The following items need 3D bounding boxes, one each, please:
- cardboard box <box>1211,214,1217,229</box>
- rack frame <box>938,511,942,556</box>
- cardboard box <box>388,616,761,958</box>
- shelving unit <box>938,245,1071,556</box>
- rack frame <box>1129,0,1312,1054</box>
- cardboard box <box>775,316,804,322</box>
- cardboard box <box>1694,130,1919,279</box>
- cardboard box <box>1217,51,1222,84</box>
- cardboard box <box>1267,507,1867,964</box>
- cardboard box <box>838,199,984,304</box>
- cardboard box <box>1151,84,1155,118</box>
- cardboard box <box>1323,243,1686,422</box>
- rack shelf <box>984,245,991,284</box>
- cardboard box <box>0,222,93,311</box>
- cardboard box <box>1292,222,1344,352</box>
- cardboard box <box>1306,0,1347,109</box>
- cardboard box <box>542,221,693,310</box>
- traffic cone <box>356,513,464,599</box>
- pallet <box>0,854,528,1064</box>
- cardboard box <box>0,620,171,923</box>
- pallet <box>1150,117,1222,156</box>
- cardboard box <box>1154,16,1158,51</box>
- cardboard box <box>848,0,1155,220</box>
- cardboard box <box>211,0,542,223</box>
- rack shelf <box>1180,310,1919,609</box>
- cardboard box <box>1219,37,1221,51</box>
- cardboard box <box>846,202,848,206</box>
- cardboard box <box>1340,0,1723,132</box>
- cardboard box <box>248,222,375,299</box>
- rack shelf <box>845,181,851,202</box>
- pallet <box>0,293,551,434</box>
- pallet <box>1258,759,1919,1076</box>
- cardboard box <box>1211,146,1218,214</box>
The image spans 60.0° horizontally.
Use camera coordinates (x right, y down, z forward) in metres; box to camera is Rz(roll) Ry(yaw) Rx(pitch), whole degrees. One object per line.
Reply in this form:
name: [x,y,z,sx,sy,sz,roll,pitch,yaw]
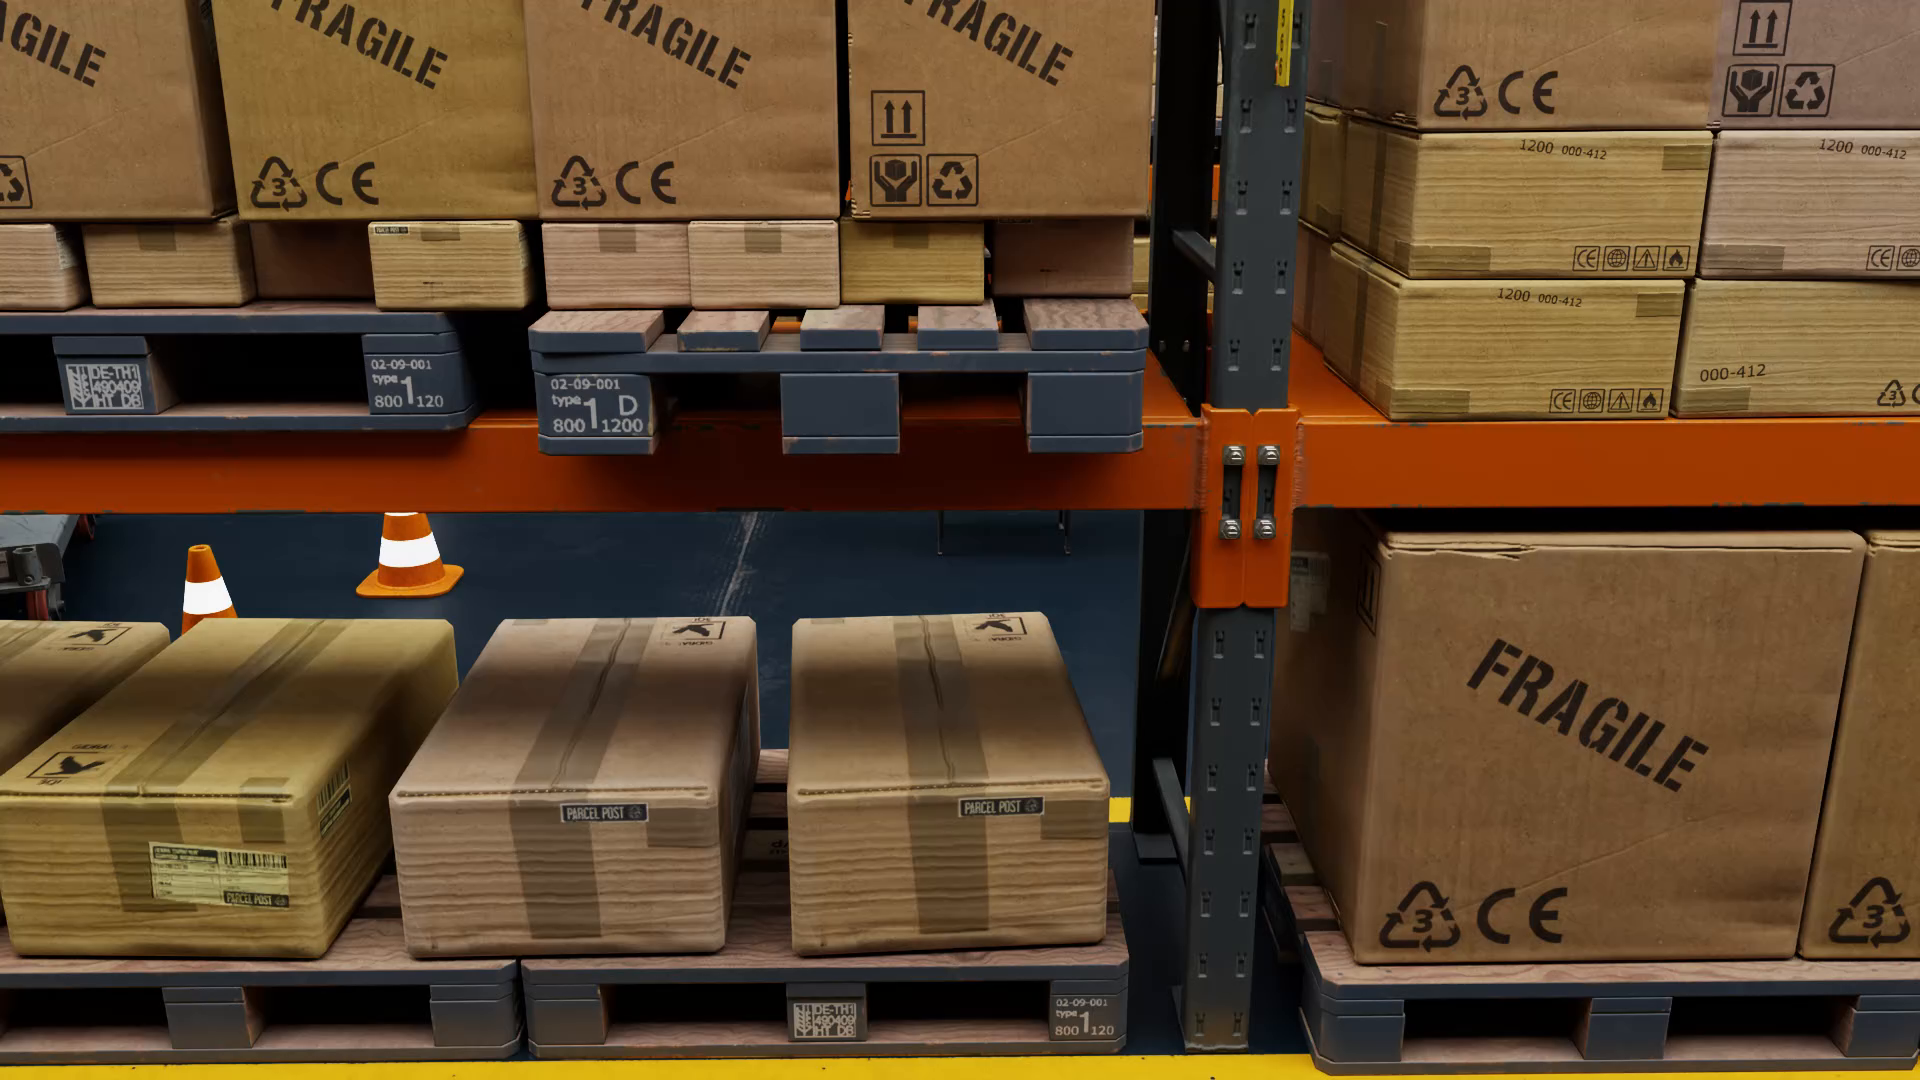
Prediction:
cardboard box: [1.513,-1.518,8.545,0.500,0.250,0.500,0,18,0]
rack frame: [-0.078,-0.999,6.226,0.015,2.100,0.400,0,18,-1]
cardboard box: [-0.795,0.507,3.672,0.625,0.372,0.950,-1,18,-2]
shelving unit: [0.166,-1.001,6.229,0.503,2.100,0.431,0,18,-1]
rack frame: [0.507,-0.550,3.353,0.127,3.000,1.000,0,18,-1]
cardboard box: [-1.156,-1.210,8.404,0.750,0.750,1.050,0,18,0]
cardboard box: [1.535,-0.646,3.079,0.500,0.250,0.500,0,18,0]
cardboard box: [1.086,-2.227,7.815,0.250,0.149,0.380,1,18,2]
cardboard box: [1.199,0.283,3.545,0.875,0.875,0.875,0,18,-1]
cardboard box: [-0.084,-0.534,3.025,0.250,0.149,0.380,0,18,0]
cardboard box: [0.779,-2.083,7.853,0.250,0.149,0.380,-1,18,-2]
cardboard box: [1.001,-0.405,3.144,0.500,0.250,0.500,-1,18,-2]
rack shelf: [0.166,-0.988,6.233,0.480,0.518,0.431,0,18,-1]
cardboard box: [-1.631,-0.515,2.968,0.250,0.149,0.380,0,18,1]
cardboard box: [1.009,-0.561,3.631,0.500,0.250,0.500,-1,18,-3]
cardboard box: [1.020,-1.157,3.442,0.500,0.500,0.500,-1,18,-2]
cardboard box: [-0.587,-0.520,2.983,0.250,0.149,0.380,-1,18,-3]
traffic cone: [-2.000,-0.064,5.988,0.334,0.463,0.336,0,18,-1]
pallet: [-1.491,0.786,3.753,1.213,0.211,1.003,0,18,-1]
cardboard box: [-2.249,0.512,3.654,0.625,0.372,0.950,1,18,3]
pallet: [1.039,-2.006,8.206,1.003,0.211,1.213,0,18,-1]
cardboard box: [0.798,-2.369,7.770,0.250,0.149,0.380,0,18,-1]
cardboard box: [0.057,-0.853,2.957,0.500,0.500,0.500,-1,18,-2]
cardboard box: [-0.964,-0.844,2.930,0.500,0.500,0.500,-1,18,-5]
rack shelf: [2.507,-0.218,3.493,4.000,0.370,1.077,0,18,-1]
cardboard box: [1.307,-2.370,7.776,0.250,0.149,0.380,0,18,-1]
cardboard box: [-0.873,-2.580,13.053,0.500,0.500,0.700,-2,18,-5]
cardboard box: [1.004,-1.002,2.959,0.500,0.500,0.500,-1,18,-3]
cardboard box: [-1.115,-0.552,3.081,0.250,0.149,0.380,0,18,0]
rack shelf: [-1.672,-1.710,8.144,4.000,0.370,1.077,0,18,-1]
pallet: [-1.471,-0.437,3.313,1.213,0.211,1.003,0,18,-1]
pallet: [1.297,0.797,3.719,1.213,0.211,1.003,0,18,-1]
cardboard box: [1.933,-2.764,13.045,0.875,0.875,1.225,0,18,-1]
